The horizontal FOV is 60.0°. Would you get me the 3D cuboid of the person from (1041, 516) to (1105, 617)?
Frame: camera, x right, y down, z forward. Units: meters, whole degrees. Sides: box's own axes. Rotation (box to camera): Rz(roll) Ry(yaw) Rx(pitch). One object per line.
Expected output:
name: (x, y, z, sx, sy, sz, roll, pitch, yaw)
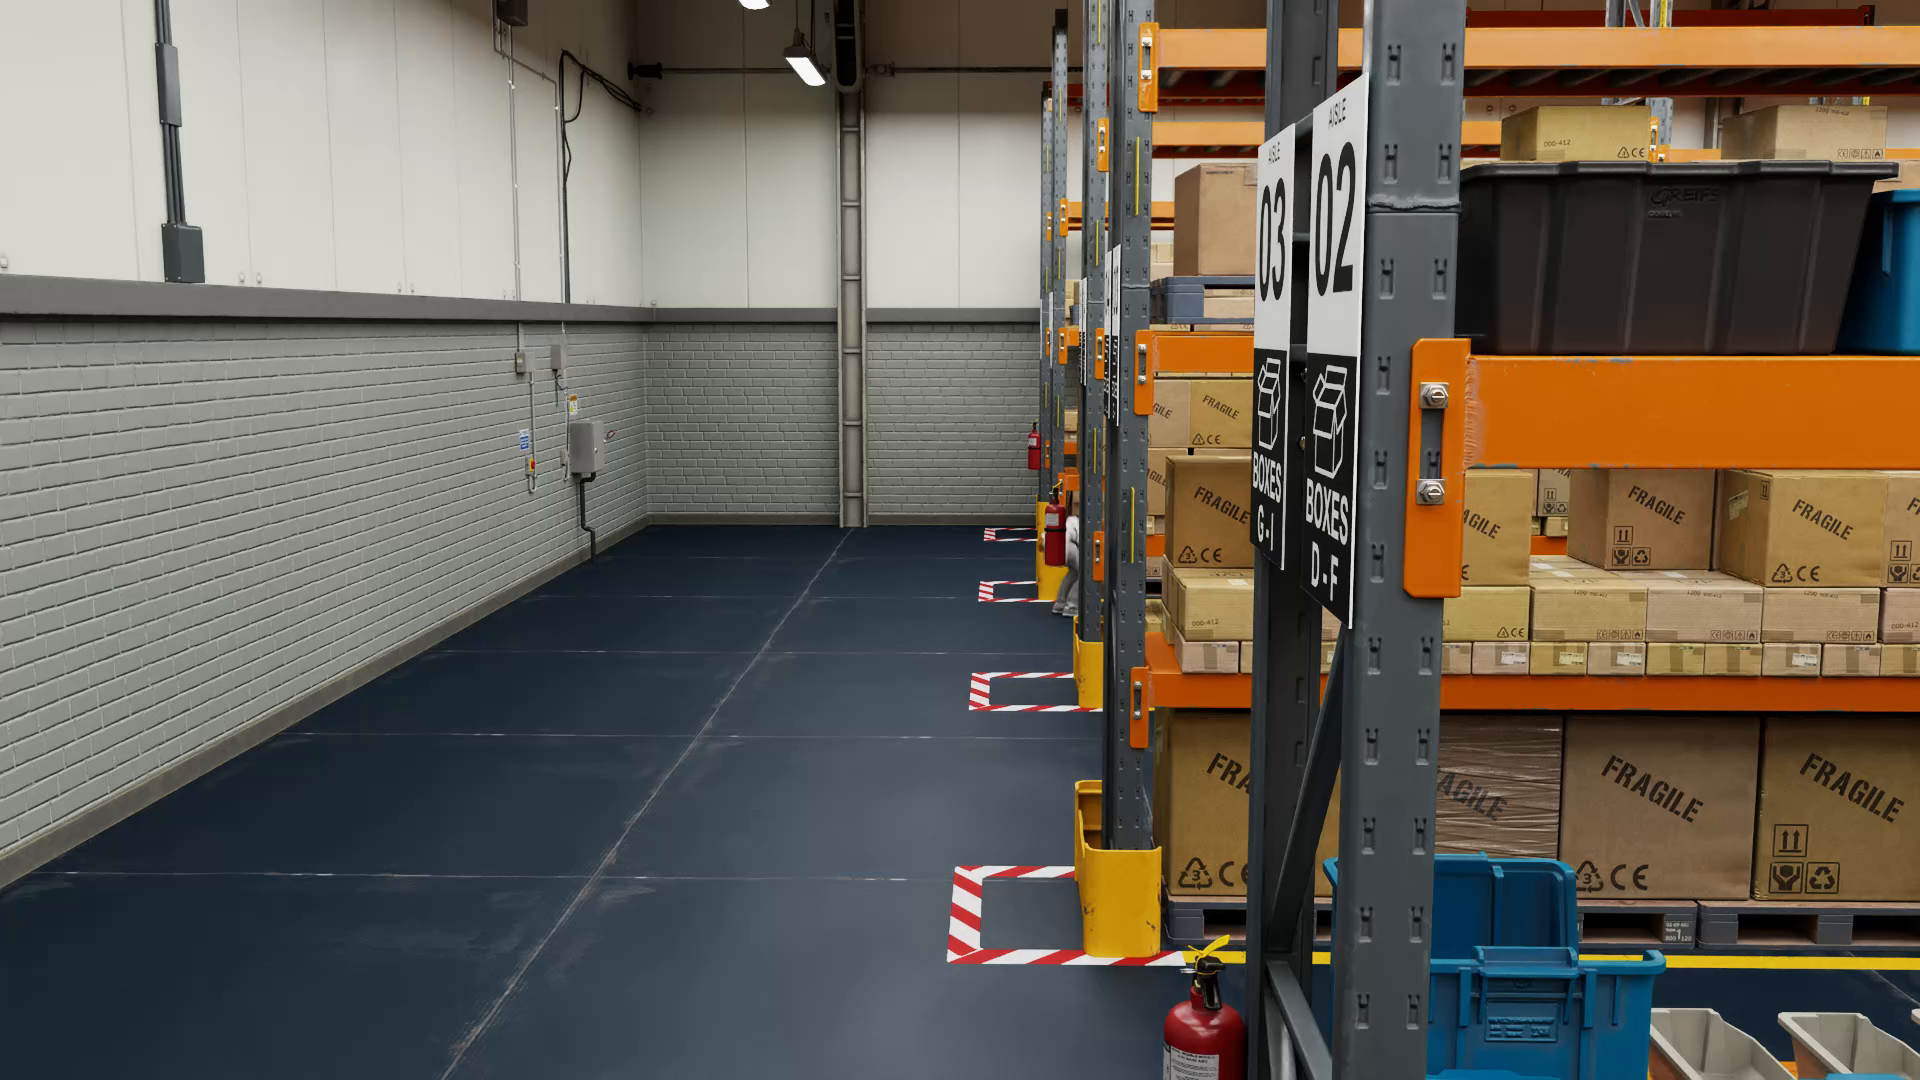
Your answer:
person: (1.259, 0.205, 16.455, 0.920, 1.088, 0.444, -2, 8, -14)
